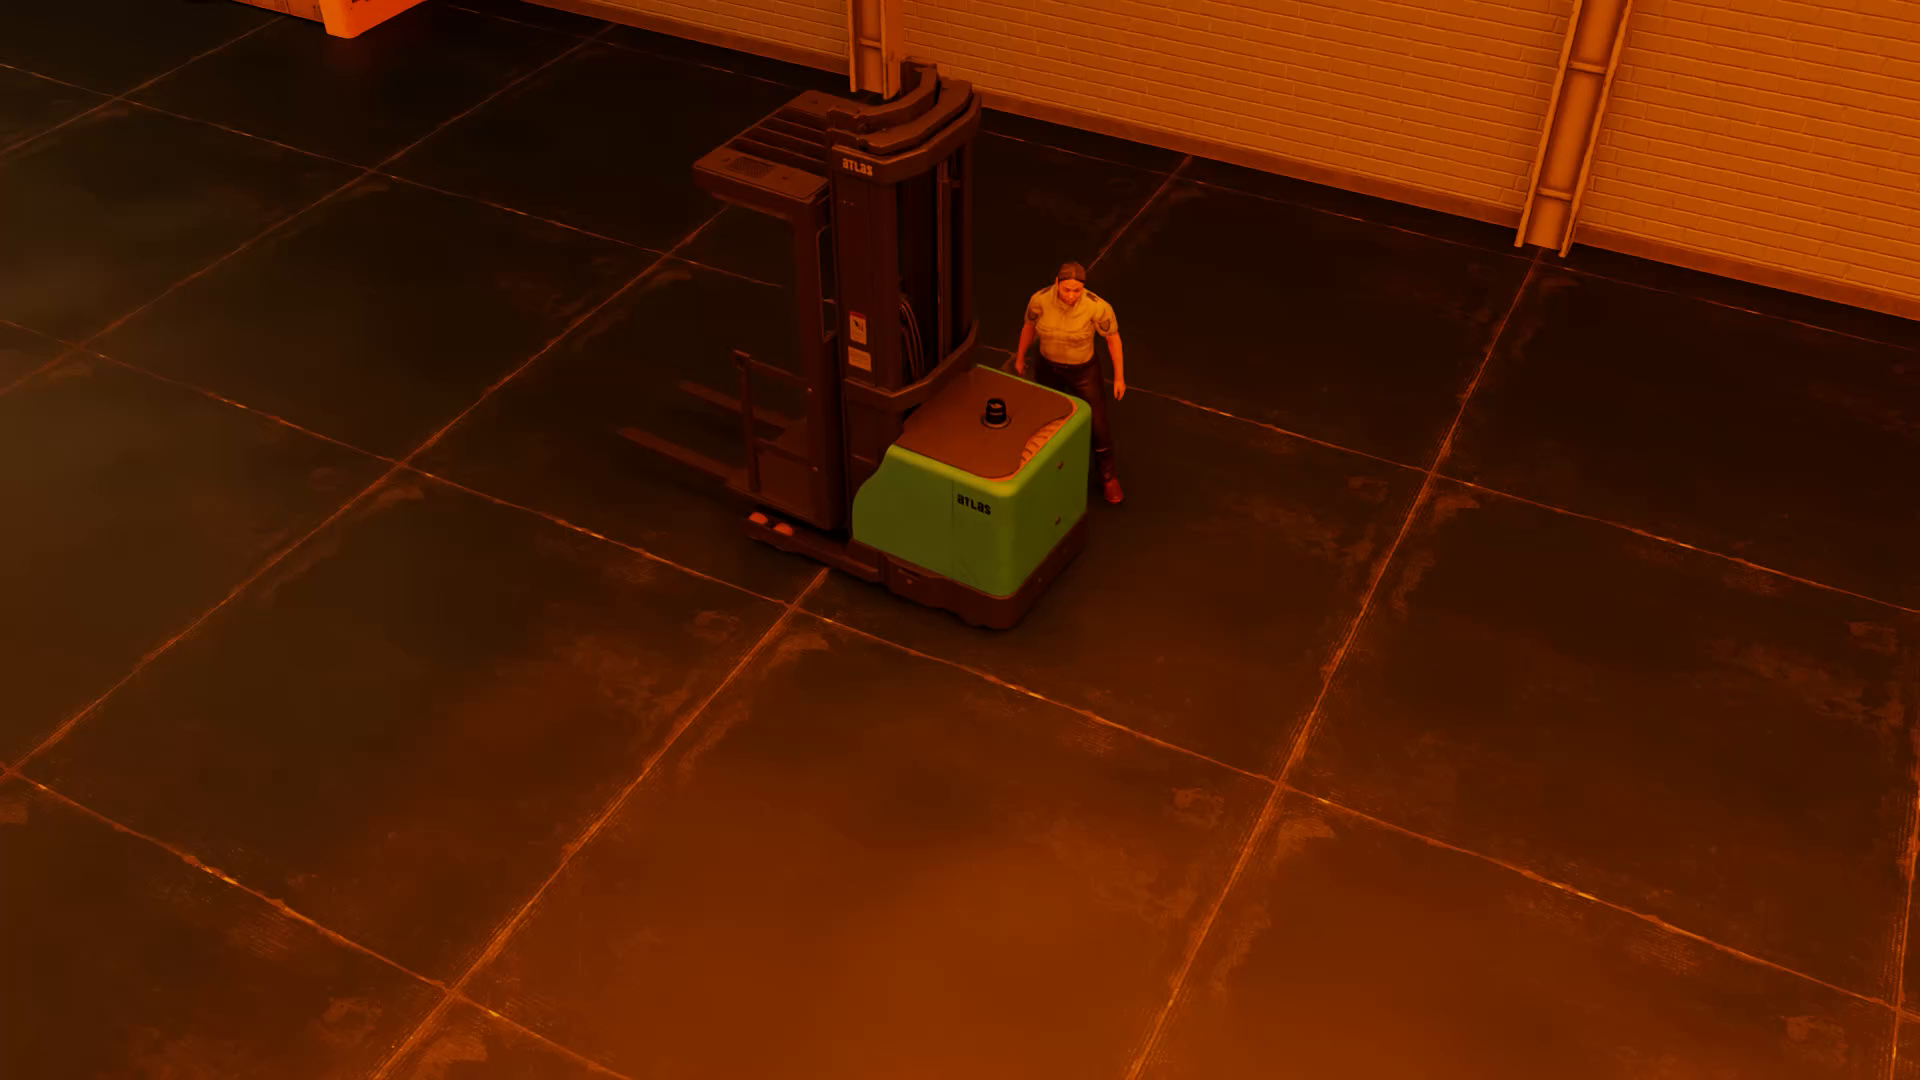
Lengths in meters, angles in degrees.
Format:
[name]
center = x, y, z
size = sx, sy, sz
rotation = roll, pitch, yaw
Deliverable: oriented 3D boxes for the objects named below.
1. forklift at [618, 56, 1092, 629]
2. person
[forklift]
center = -0.750, -1.324, 9.559
size = 3.031, 2.935, 1.130
rotation = 22, 45, 24
[person]
center = 0.699, -1.022, 10.220
size = 0.778, 1.626, 0.371
rotation = 11, 41, 13
